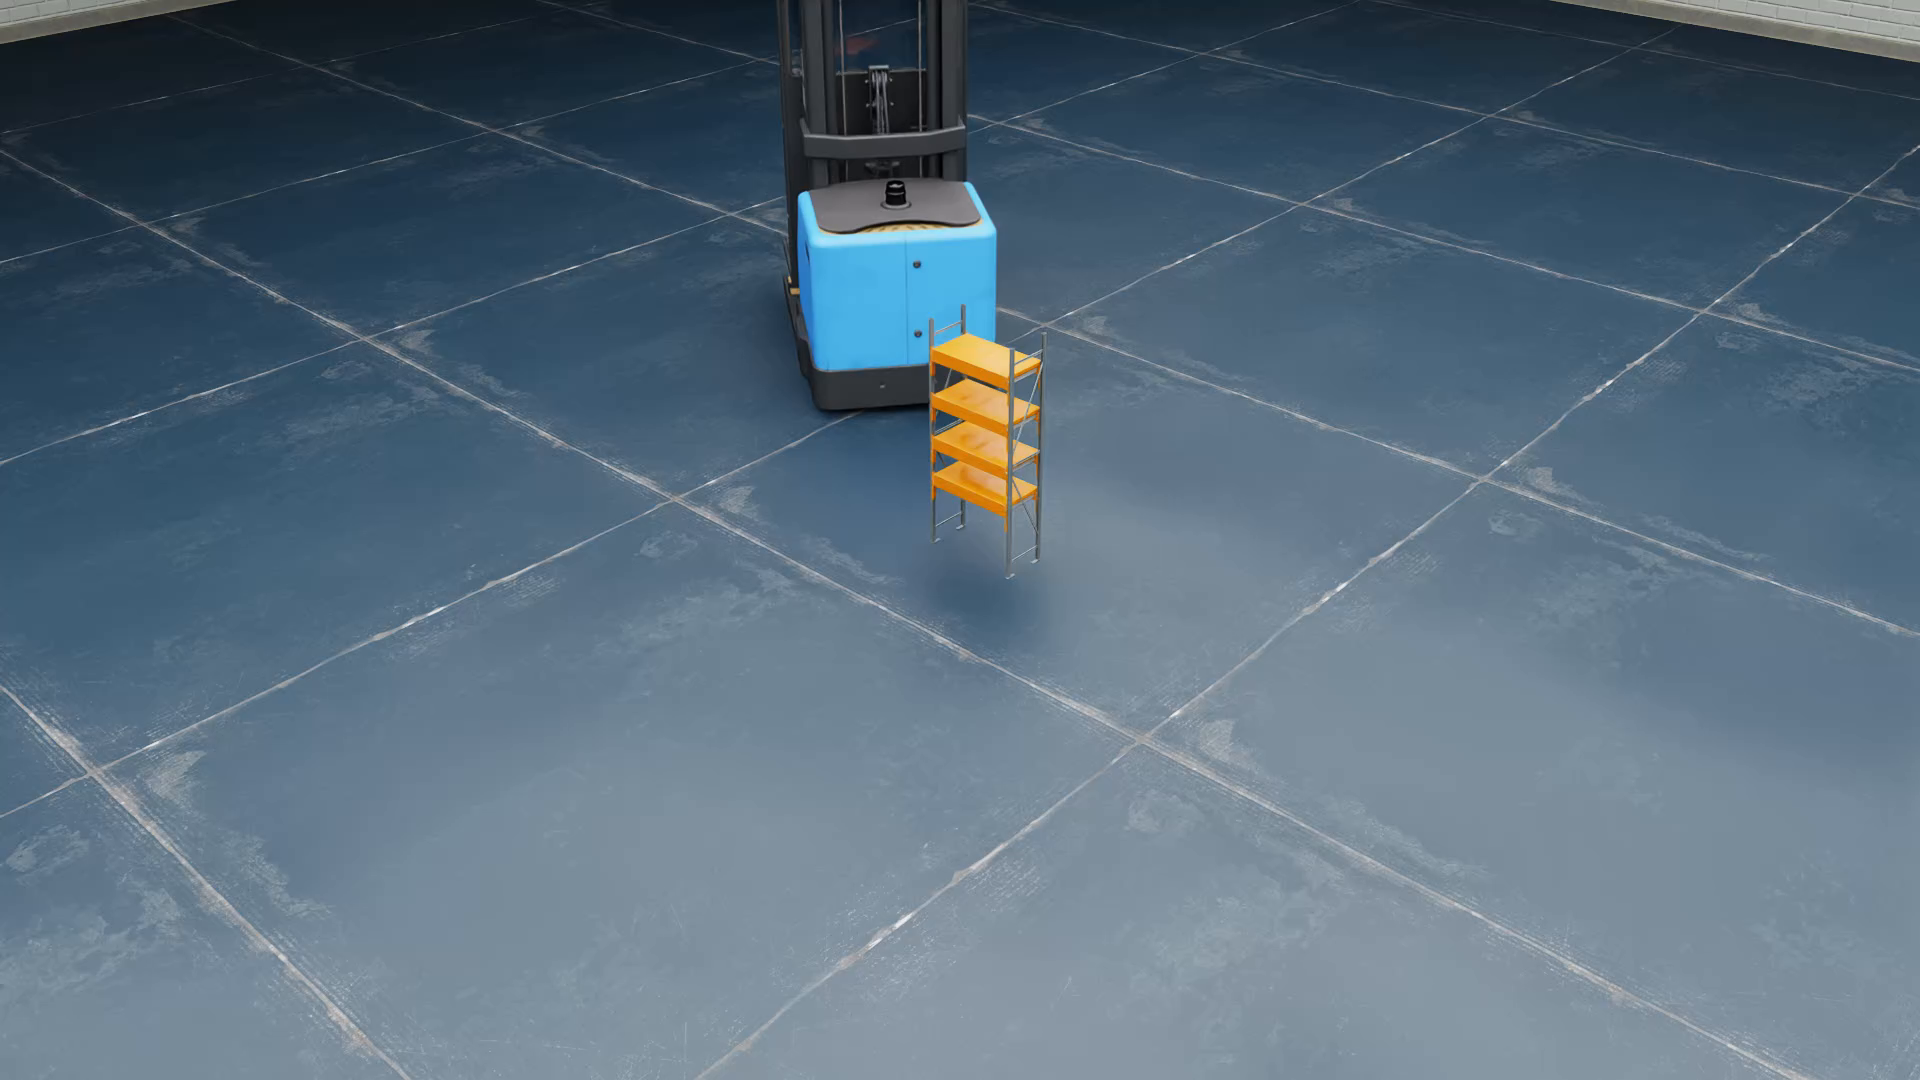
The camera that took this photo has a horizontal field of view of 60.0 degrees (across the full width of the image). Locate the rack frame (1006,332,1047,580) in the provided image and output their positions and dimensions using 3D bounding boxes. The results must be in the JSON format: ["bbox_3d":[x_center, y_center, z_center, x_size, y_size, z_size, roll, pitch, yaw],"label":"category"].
[{"bbox_3d":[0.304,-0.372,7.705,0.015,1.200,0.240,25,39,35],"label":"rack frame"}]

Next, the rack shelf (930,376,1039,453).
[{"bbox_3d":[0.123,-0.591,7.765,0.480,0.148,0.258,25,39,35],"label":"rack shelf"}]

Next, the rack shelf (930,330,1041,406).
[{"bbox_3d":[0.123,-0.793,7.643,0.480,0.148,0.258,25,39,35],"label":"rack shelf"}]

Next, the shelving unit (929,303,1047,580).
[{"bbox_3d":[0.123,-0.457,7.845,0.503,1.200,0.258,25,39,35],"label":"shelving unit"}]

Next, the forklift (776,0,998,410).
[{"bbox_3d":[-0.543,-2.728,9.939,1.130,2.935,3.031,-5,31,-8],"label":"forklift"}]

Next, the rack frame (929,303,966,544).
[{"bbox_3d":[-0.058,-0.541,7.986,0.015,1.200,0.240,25,39,35],"label":"rack frame"}]

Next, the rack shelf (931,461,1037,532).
[{"bbox_3d":[0.123,-0.229,7.982,0.480,0.148,0.258,25,39,35],"label":"rack shelf"}]

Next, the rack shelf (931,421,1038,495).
[{"bbox_3d":[0.123,-0.399,7.880,0.480,0.148,0.258,25,39,35],"label":"rack shelf"}]
